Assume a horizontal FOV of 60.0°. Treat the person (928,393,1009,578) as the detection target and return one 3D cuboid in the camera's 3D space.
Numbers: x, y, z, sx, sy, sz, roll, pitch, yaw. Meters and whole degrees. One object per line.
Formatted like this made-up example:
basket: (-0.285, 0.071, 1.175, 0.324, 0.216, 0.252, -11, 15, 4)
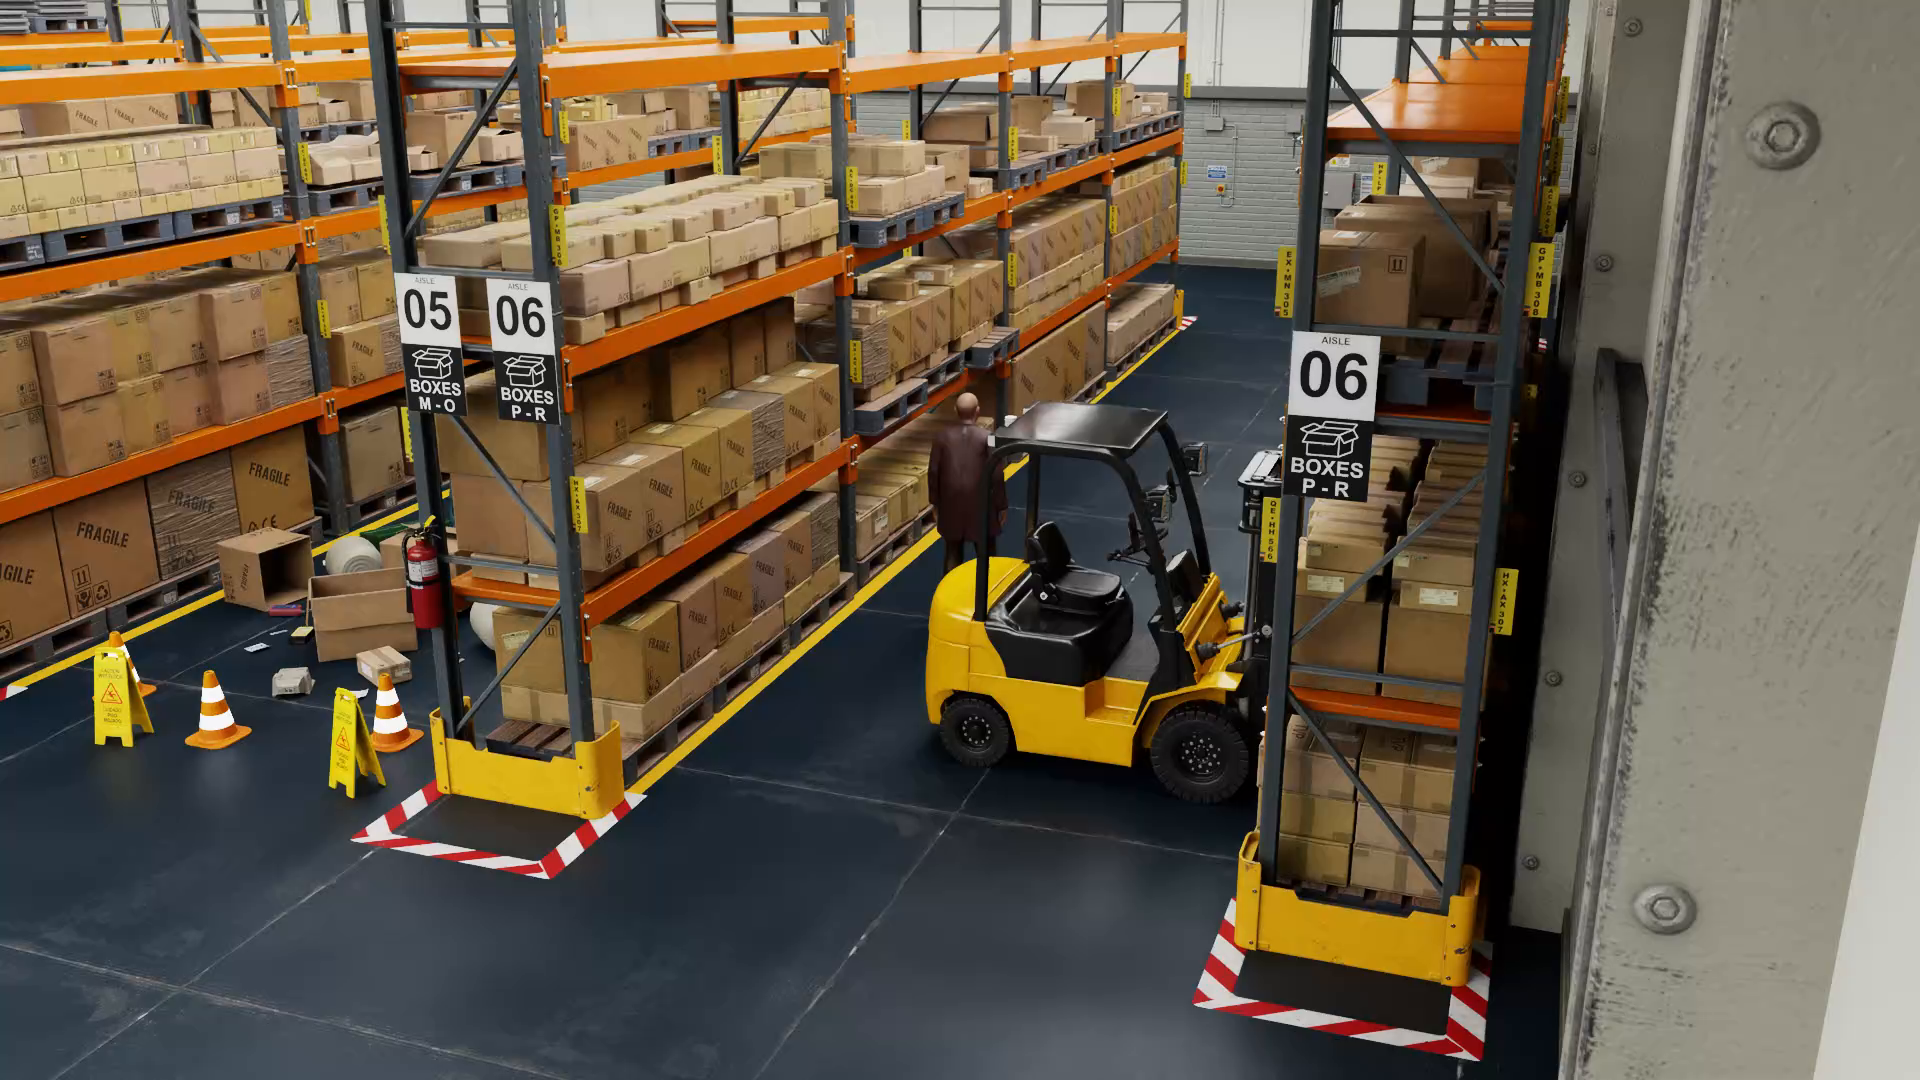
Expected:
person: (0.063, -0.260, 12.865, 0.643, 1.774, 0.426, 5, 19, 15)
